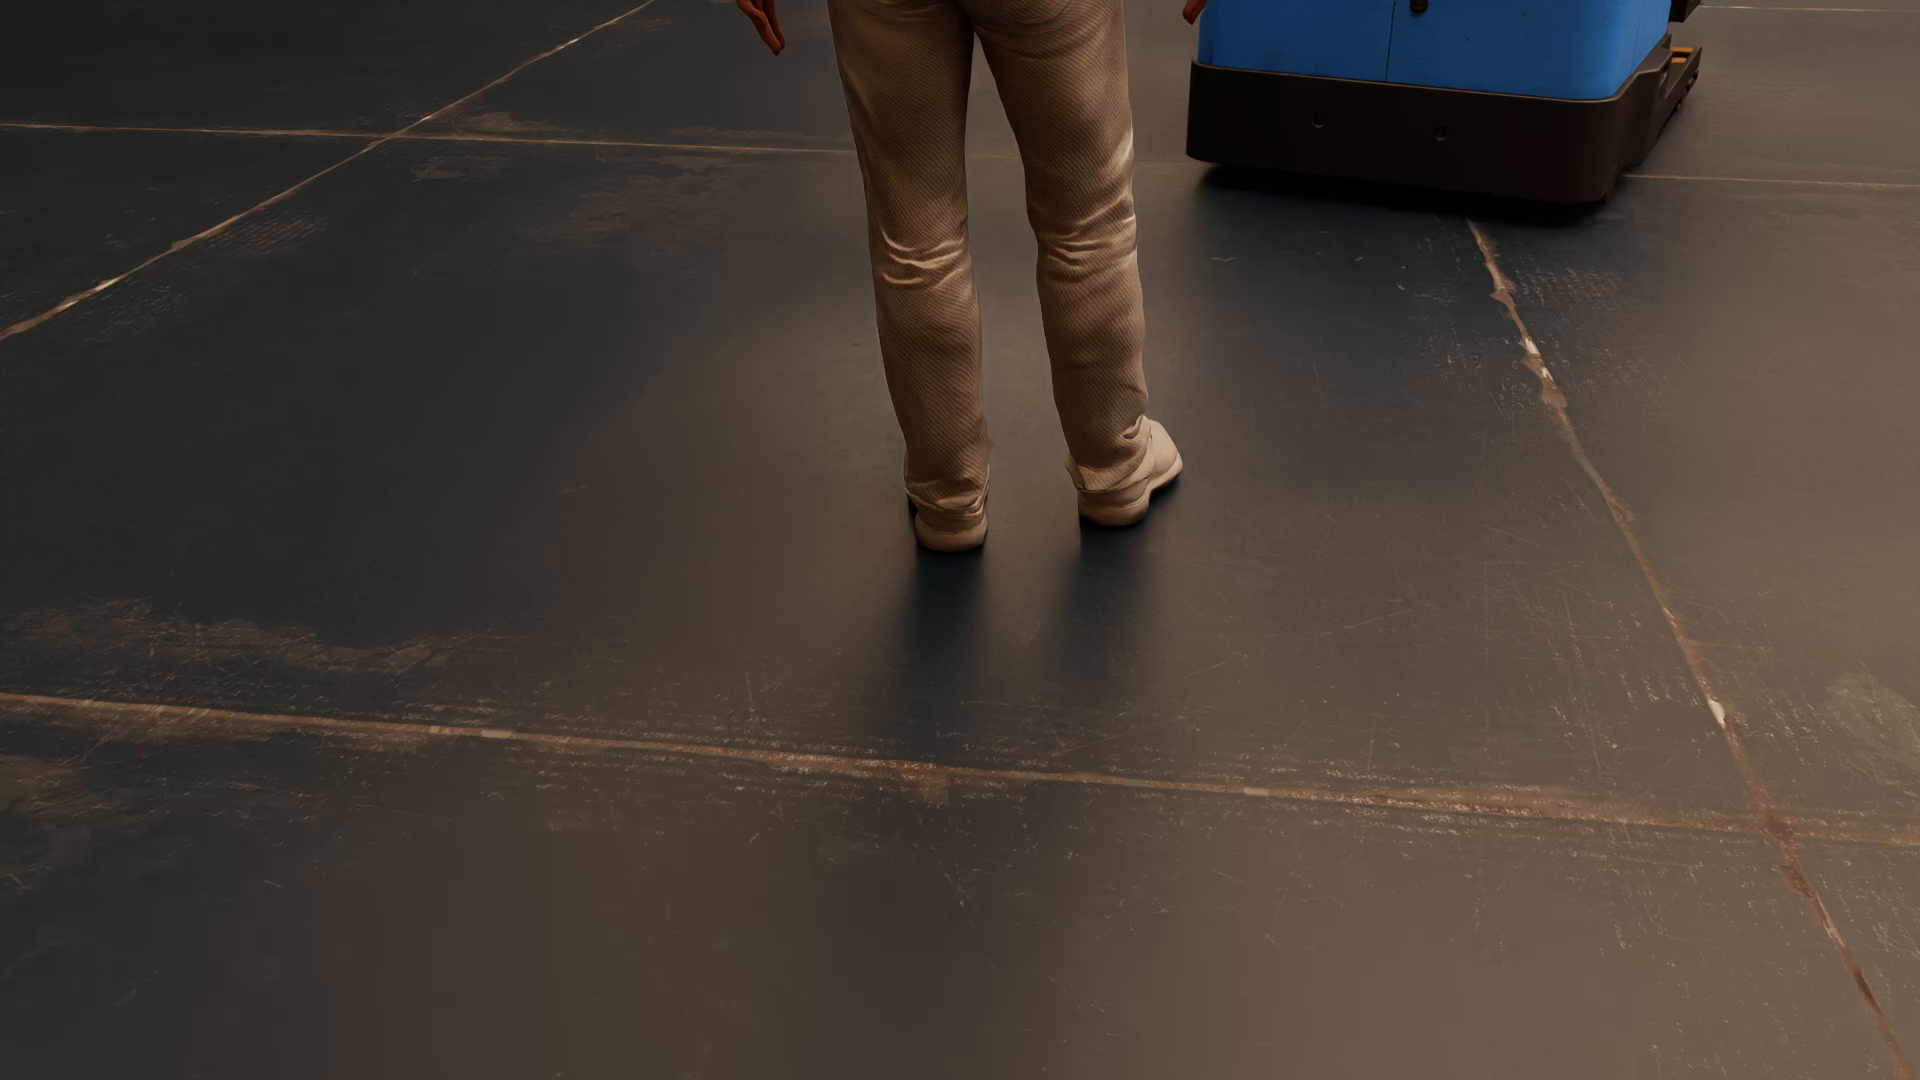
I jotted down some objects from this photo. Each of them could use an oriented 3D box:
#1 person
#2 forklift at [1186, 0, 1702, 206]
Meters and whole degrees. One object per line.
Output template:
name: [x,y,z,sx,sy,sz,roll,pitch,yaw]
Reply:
person: [0.016,-0.827,2.163,0.665,1.765,0.577,3,27,7]
forklift: [1.725,-2.731,4.692,1.130,2.935,3.031,13,29,25]
